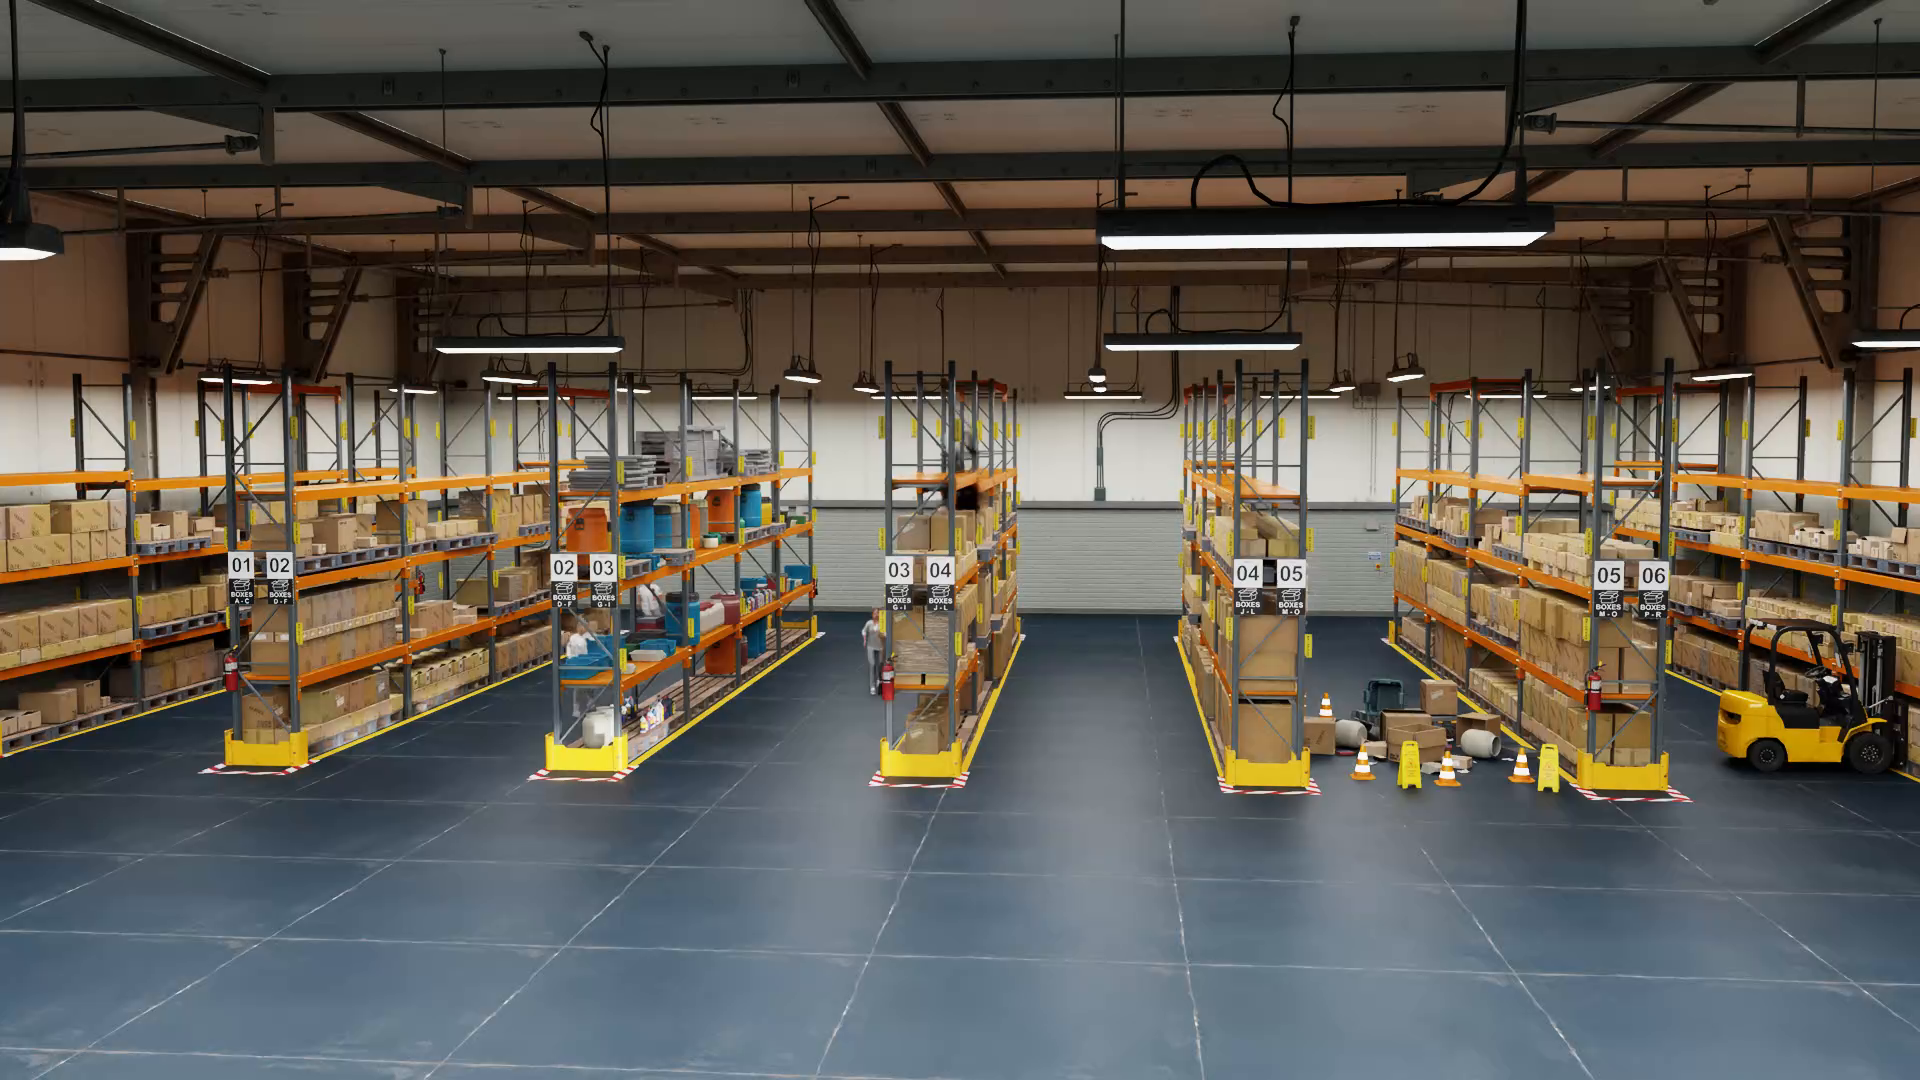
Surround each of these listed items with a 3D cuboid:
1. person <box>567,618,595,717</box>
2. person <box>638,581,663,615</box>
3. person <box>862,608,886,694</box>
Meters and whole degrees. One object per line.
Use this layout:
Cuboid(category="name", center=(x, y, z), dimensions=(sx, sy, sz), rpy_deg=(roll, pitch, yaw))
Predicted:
Cuboid(category="person", center=(-6.647, 2.211, 29.247), dimensions=(0.611, 1.682, 0.921), rpy_deg=(0, 4, -2))
Cuboid(category="person", center=(-7.215, 1.647, 38.744), dimensions=(0.602, 1.705, 0.810), rpy_deg=(0, 4, -5))
Cuboid(category="person", center=(-1.604, 2.143, 31.754), dimensions=(0.534, 1.493, 0.889), rpy_deg=(0, 4, -2))
